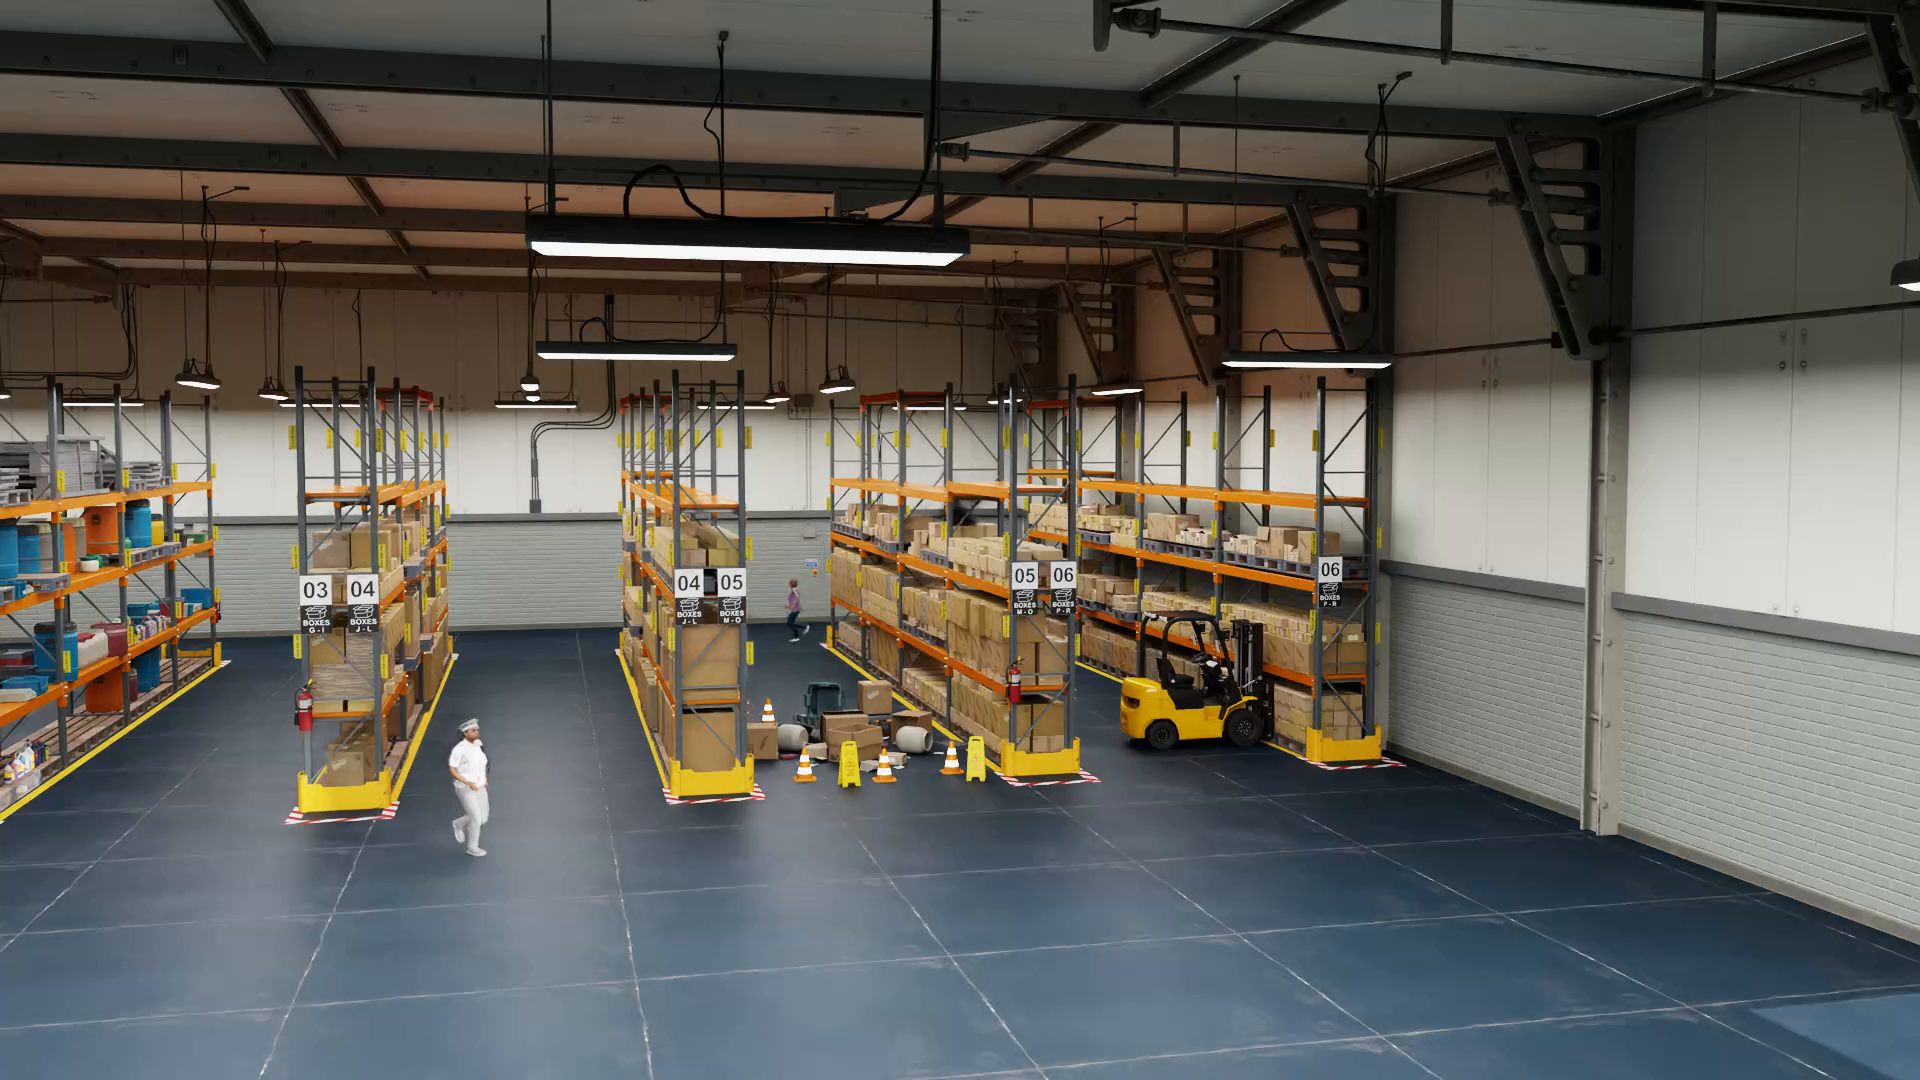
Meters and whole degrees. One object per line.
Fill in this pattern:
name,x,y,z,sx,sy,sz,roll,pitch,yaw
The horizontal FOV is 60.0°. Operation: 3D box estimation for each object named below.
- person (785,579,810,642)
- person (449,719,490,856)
person,-4.053,1.765,41.446,0.617,1.582,0.558,0,3,-4
person,-5.973,2.977,20.157,0.600,1.662,0.596,2,4,26
